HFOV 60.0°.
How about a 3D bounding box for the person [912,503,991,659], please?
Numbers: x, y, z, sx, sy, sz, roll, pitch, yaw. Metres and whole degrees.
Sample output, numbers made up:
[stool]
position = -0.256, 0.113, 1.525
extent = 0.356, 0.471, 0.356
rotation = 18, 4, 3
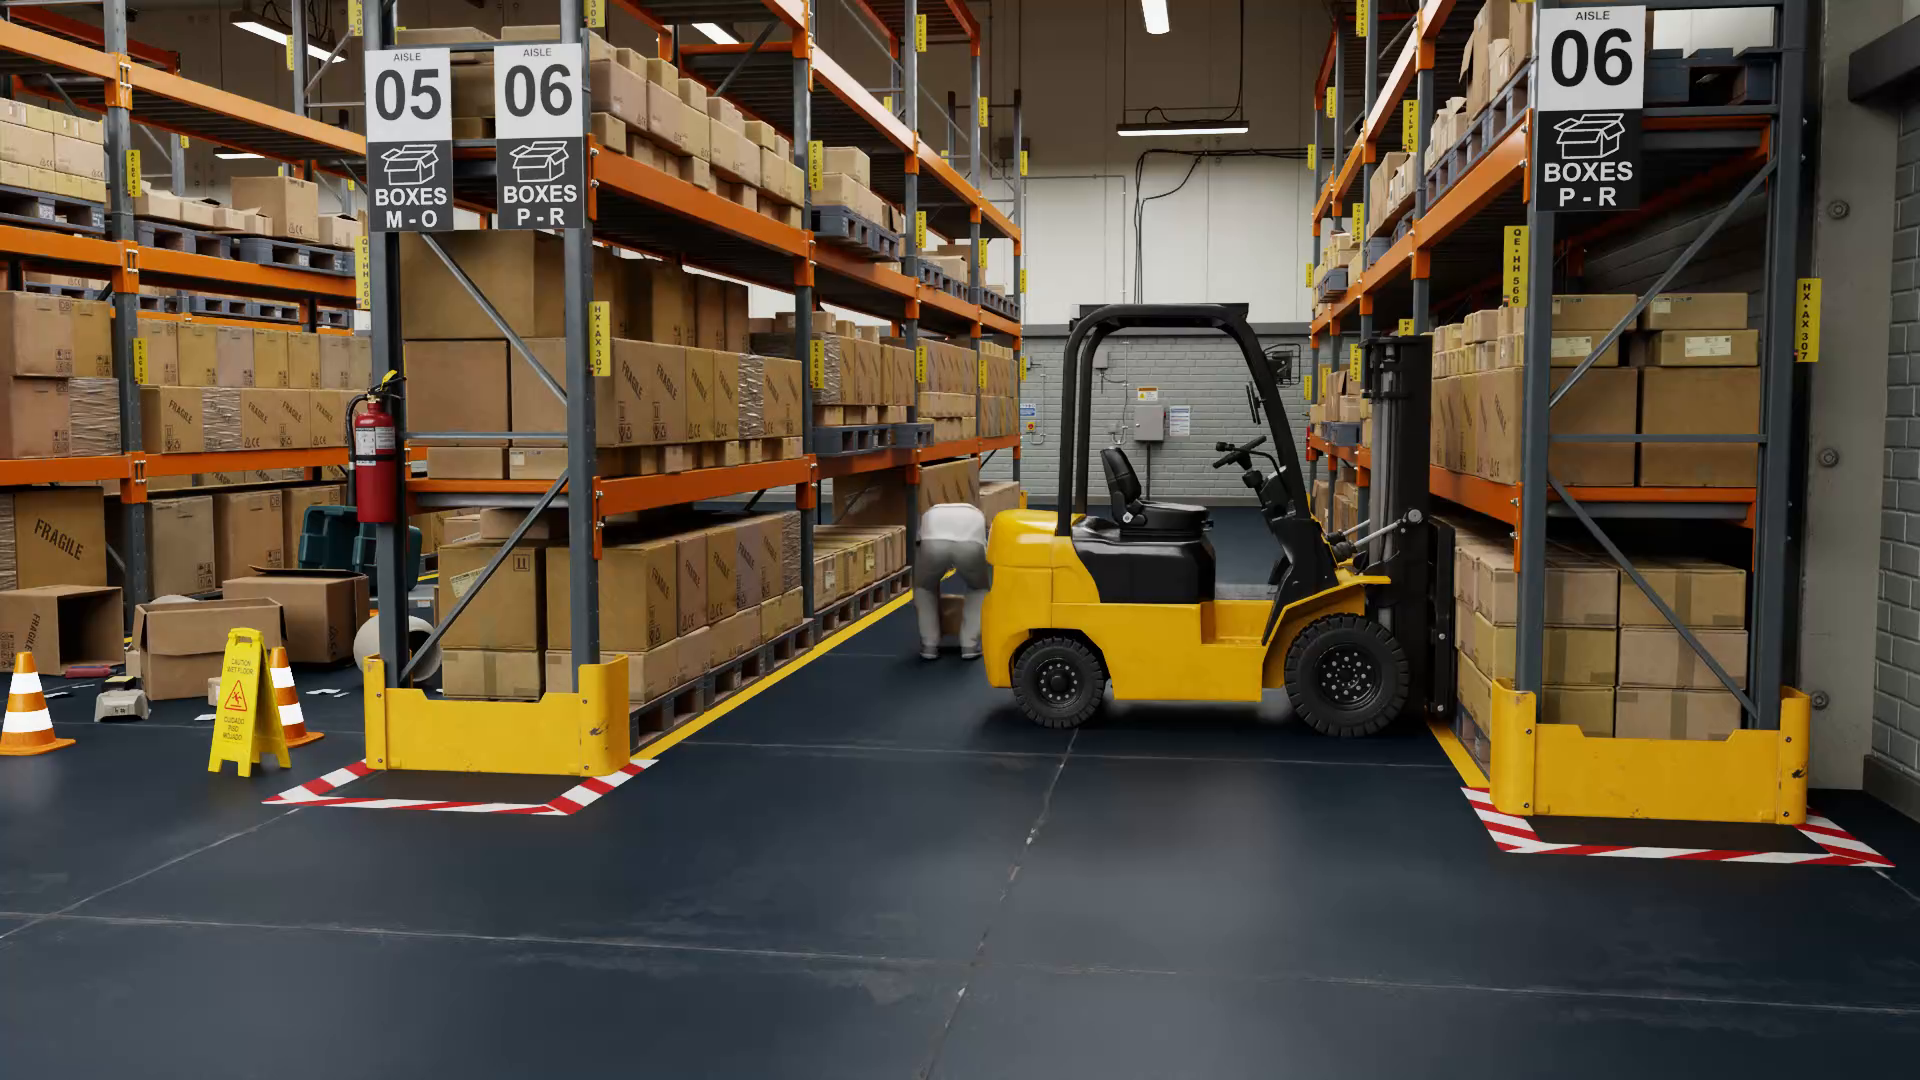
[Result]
[person]
position = -0.051, 0.253, 11.073
extent = 0.522, 1.020, 1.030
rotation = 0, 4, 2
